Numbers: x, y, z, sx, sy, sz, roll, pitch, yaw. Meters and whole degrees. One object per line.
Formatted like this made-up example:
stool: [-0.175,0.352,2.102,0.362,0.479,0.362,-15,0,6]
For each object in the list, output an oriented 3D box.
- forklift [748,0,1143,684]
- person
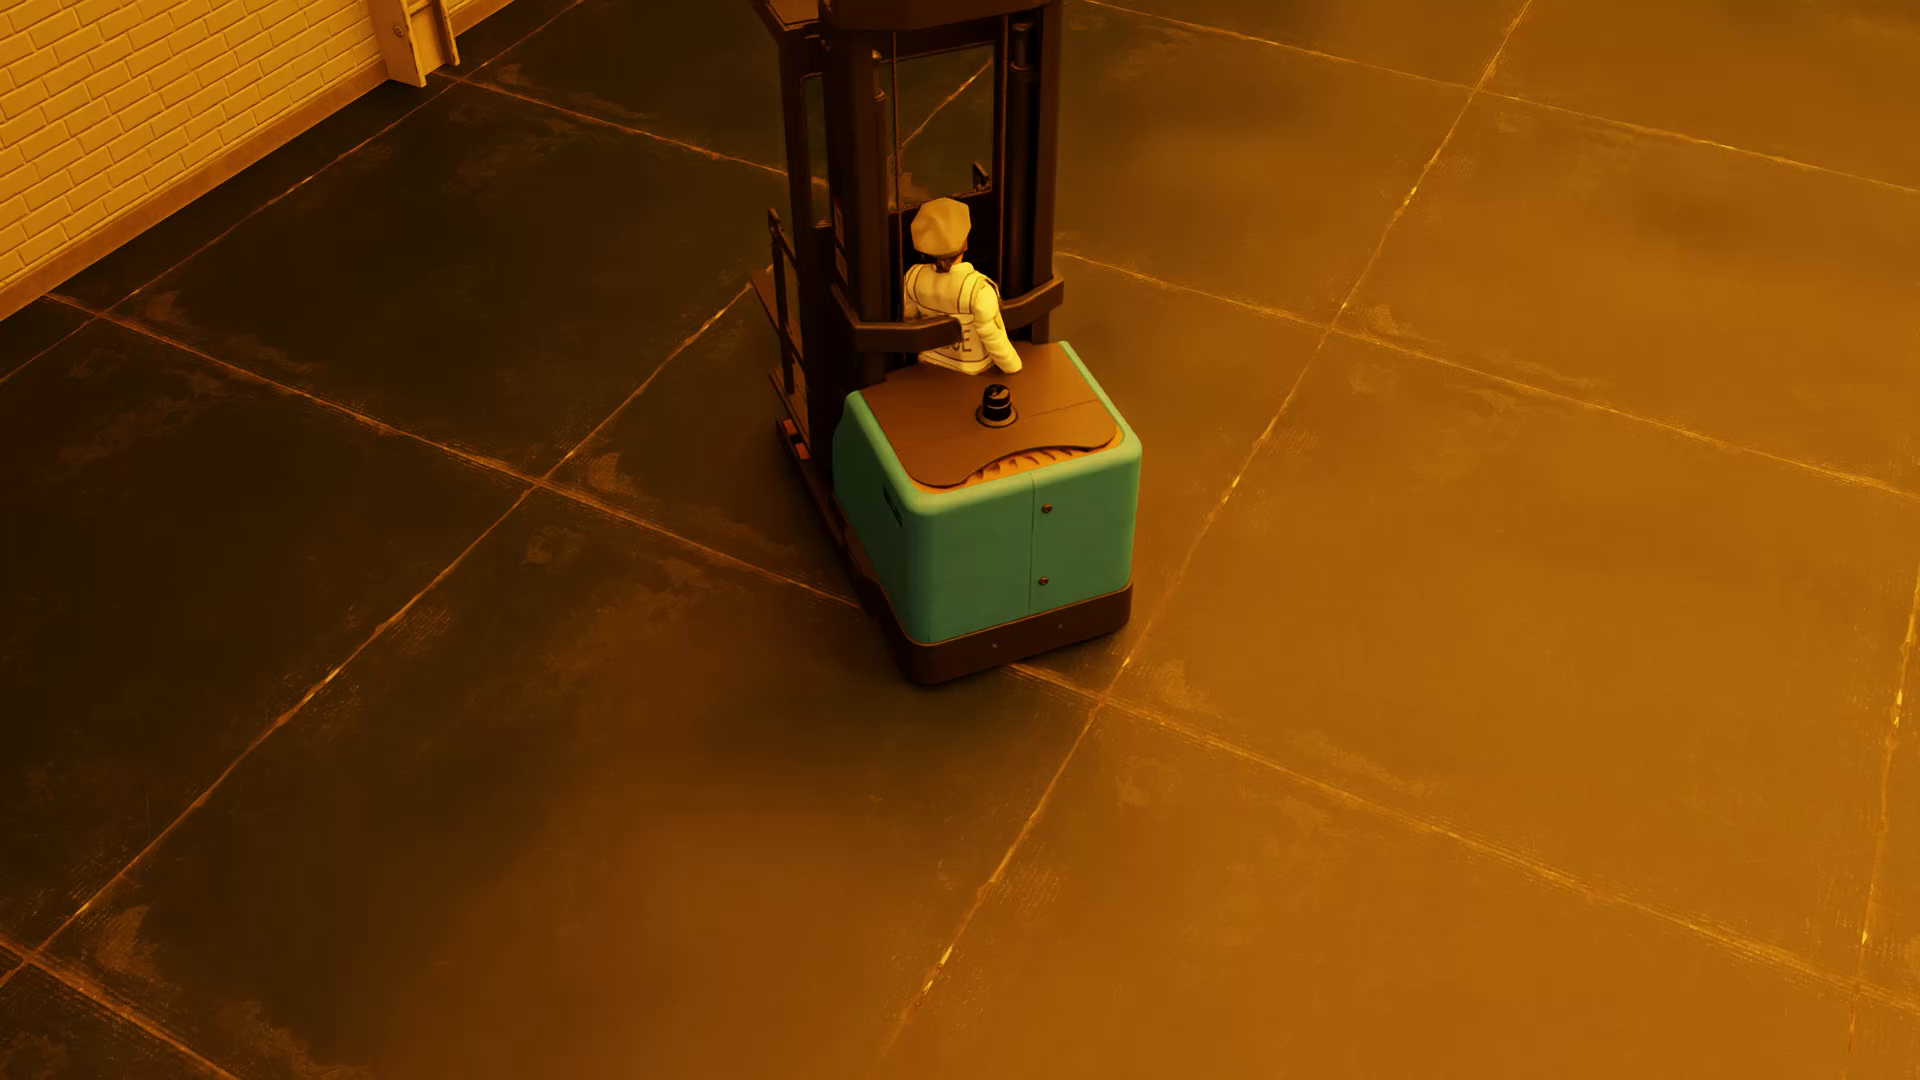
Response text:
forklift: [-0.264,-1.478,7.223,1.130,2.935,3.031,-15,45,-16]
person: [0.037,-0.761,7.146,0.590,1.676,0.549,20,47,20]
